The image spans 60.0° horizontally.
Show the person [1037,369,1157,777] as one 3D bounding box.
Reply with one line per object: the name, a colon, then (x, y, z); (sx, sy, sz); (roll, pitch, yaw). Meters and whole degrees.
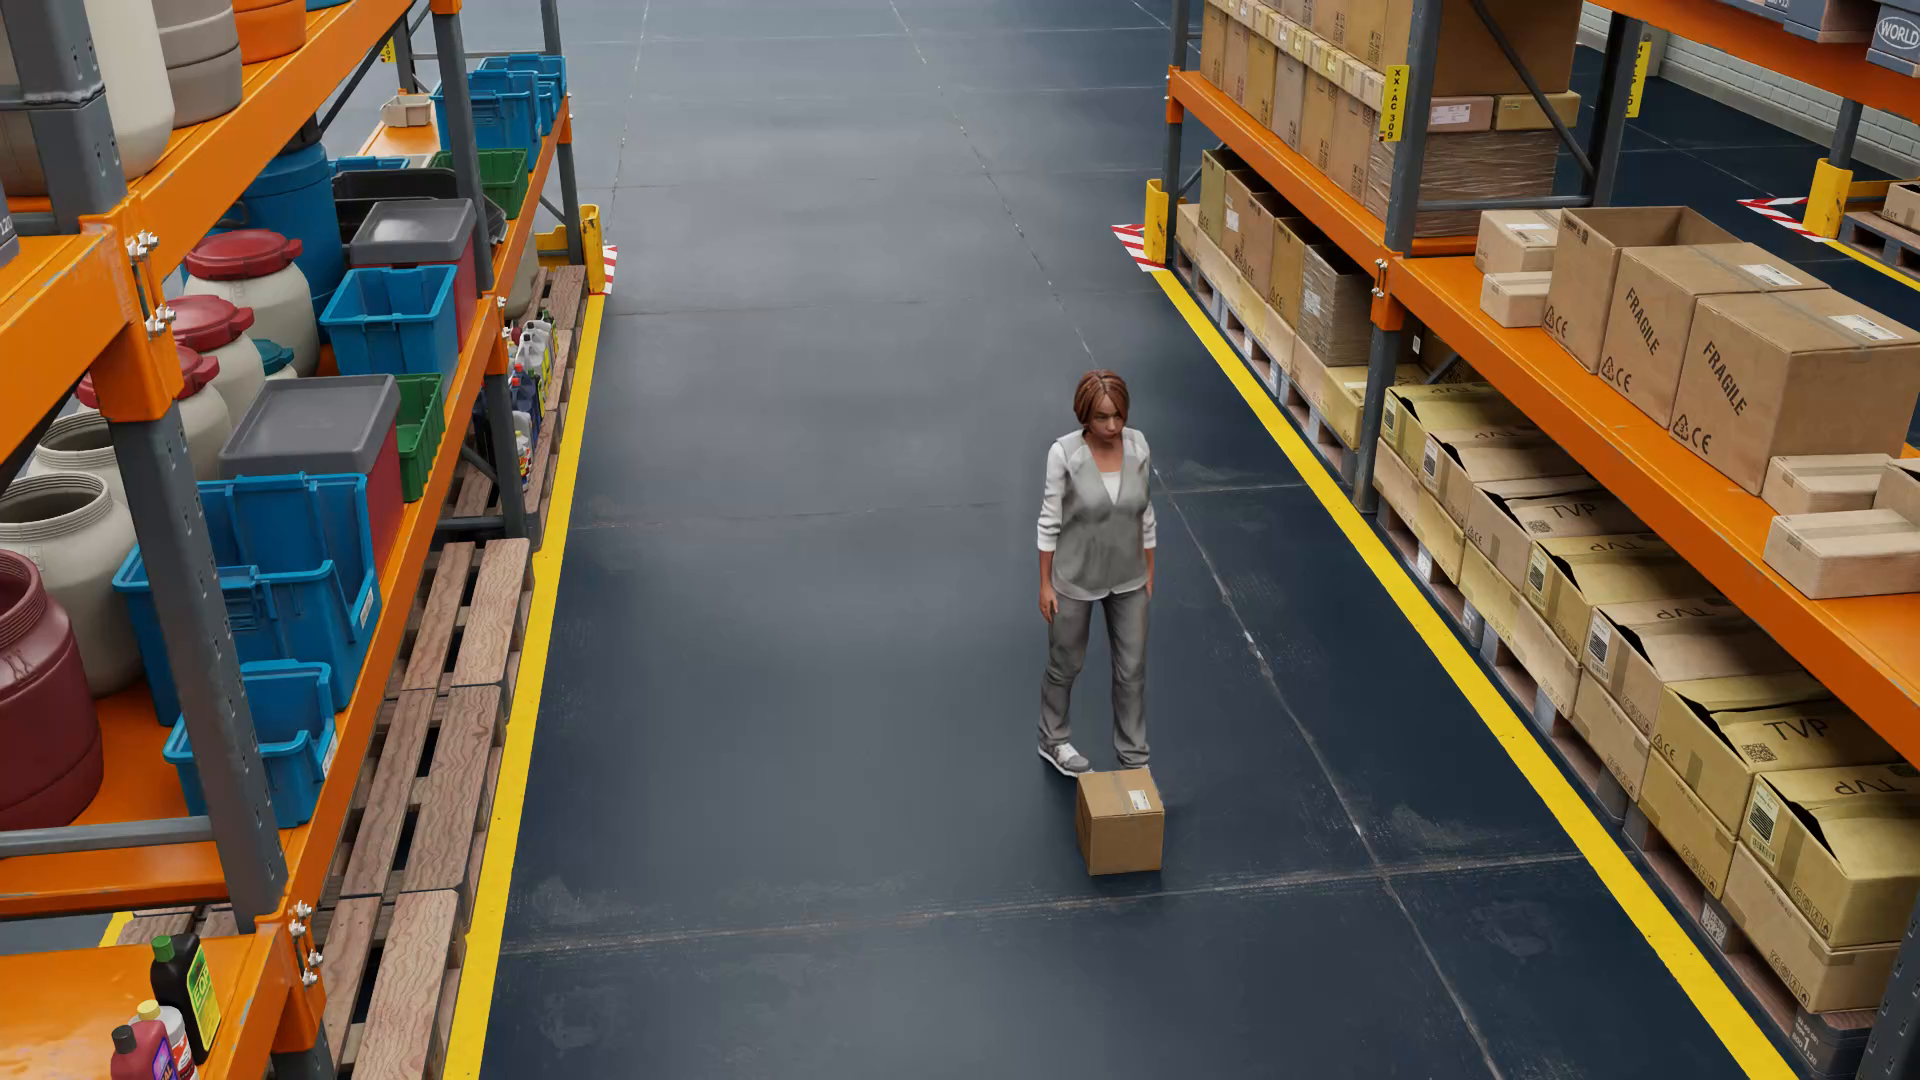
person: (0.501, 0.176, 5.782); (0.431, 1.597, 0.538); (-7, 28, -13)
